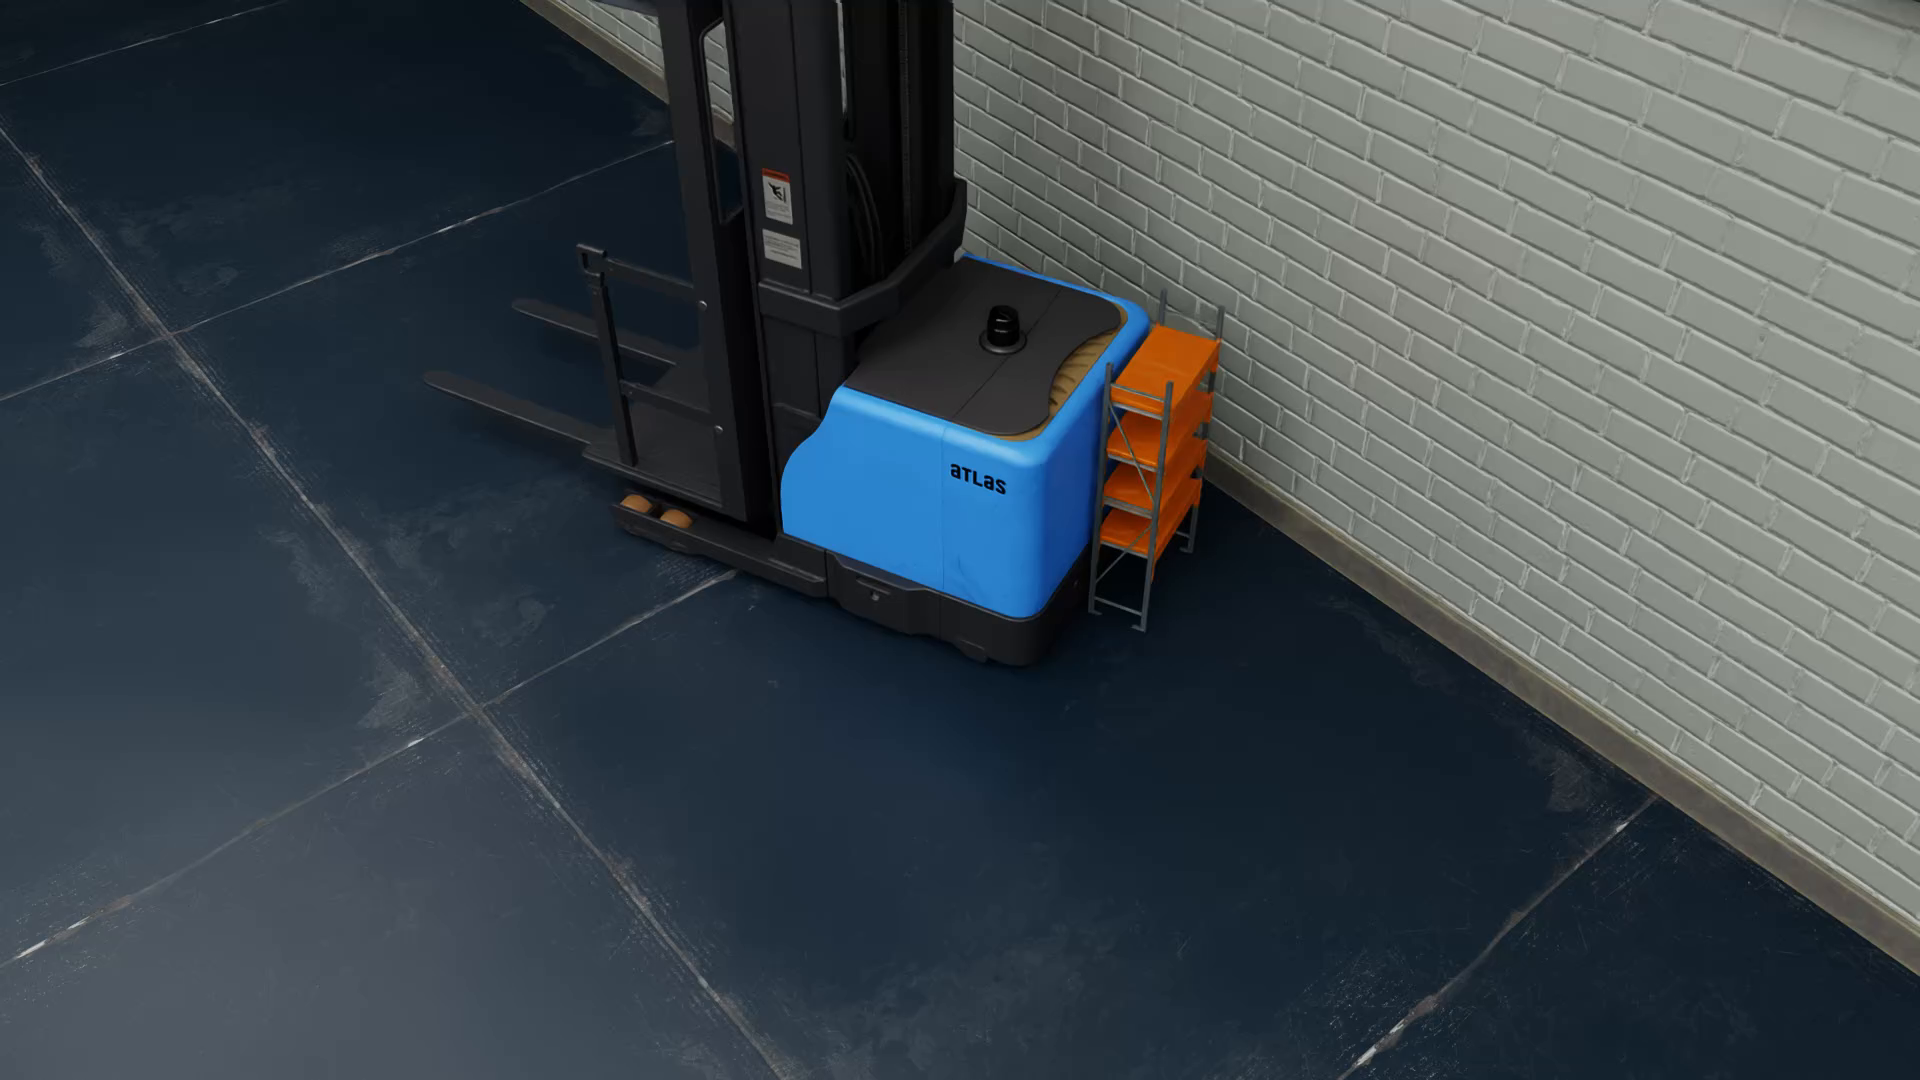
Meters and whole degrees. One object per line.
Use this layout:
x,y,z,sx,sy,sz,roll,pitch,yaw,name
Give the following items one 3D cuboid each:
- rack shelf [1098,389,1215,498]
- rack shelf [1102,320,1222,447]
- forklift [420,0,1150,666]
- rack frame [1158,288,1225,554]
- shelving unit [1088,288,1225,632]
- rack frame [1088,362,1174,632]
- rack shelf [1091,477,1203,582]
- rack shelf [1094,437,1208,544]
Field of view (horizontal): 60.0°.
0.717,-0.388,6.058,0.258,0.148,0.480,19,47,19,rack shelf
0.717,-0.560,5.896,0.258,0.148,0.480,19,47,19,rack shelf
-0.835,-1.325,6.020,3.031,2.935,1.130,20,47,20,forklift
0.828,-0.422,6.323,0.240,1.200,0.015,19,47,19,rack frame
0.717,-0.274,6.165,0.258,1.200,0.503,19,47,19,shelving unit
0.605,-0.125,6.007,0.240,1.200,0.015,19,47,19,rack frame
0.717,-0.080,6.347,0.258,0.148,0.480,19,47,19,rack shelf
0.717,-0.225,6.211,0.258,0.148,0.480,19,47,19,rack shelf
